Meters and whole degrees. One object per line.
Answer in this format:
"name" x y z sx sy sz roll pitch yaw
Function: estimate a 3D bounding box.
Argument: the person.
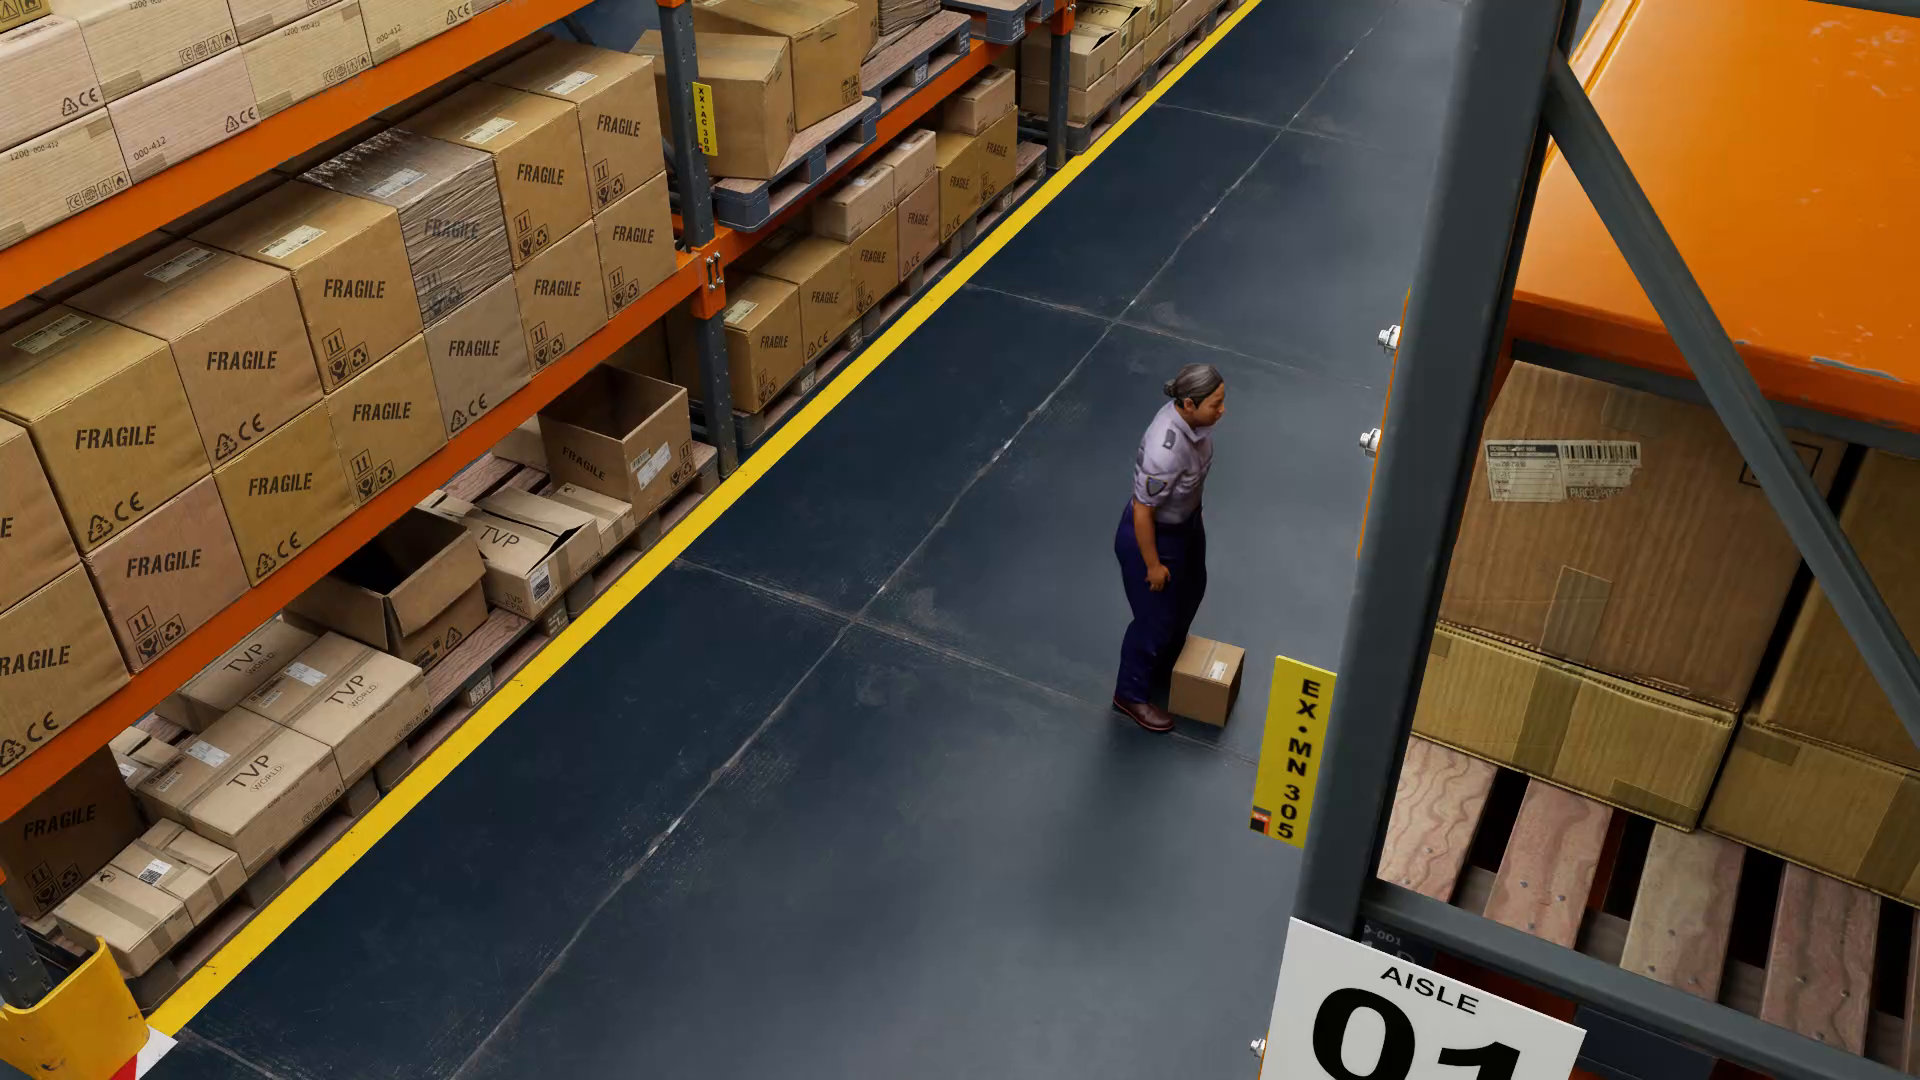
"person" 0.862 -0.006 6.761 0.412 1.652 0.539 18 42 21
